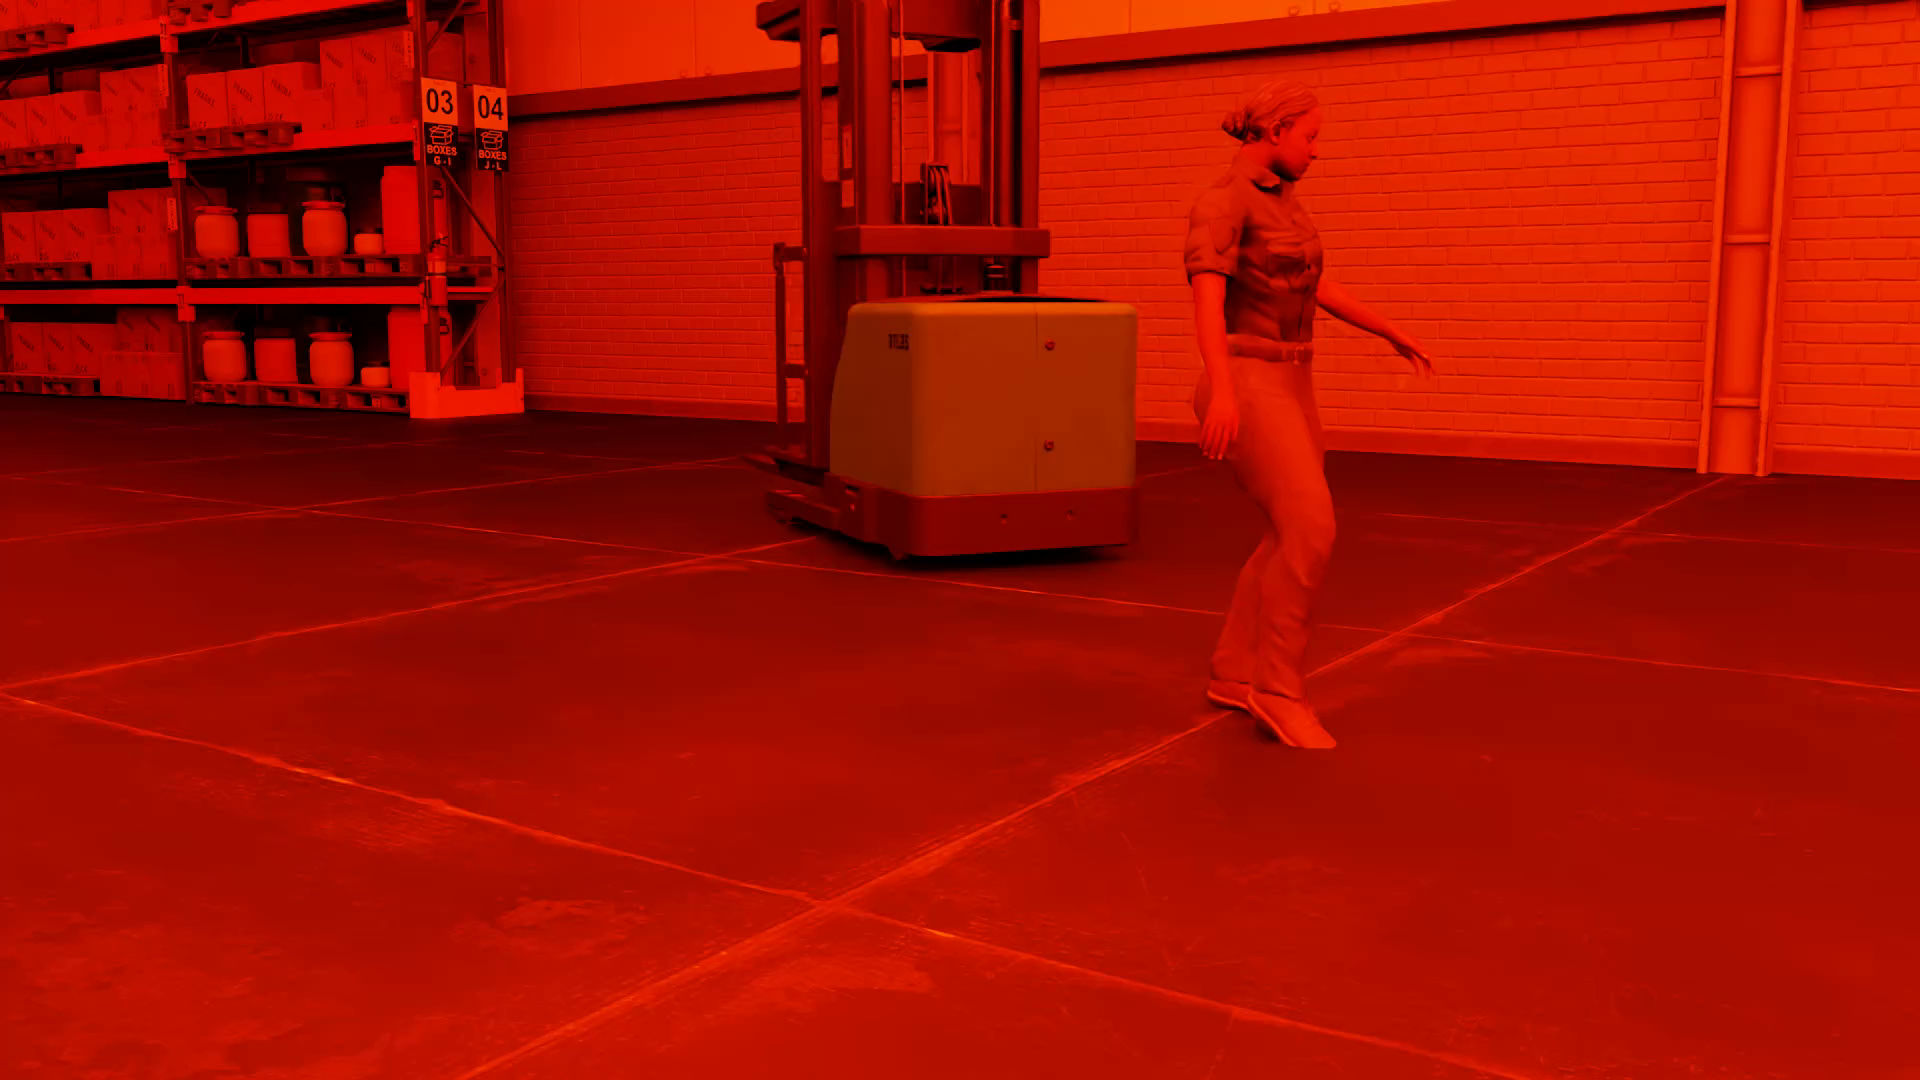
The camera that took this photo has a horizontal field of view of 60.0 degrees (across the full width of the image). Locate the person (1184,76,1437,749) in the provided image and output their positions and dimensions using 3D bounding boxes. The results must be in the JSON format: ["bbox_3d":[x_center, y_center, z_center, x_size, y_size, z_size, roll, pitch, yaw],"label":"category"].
[{"bbox_3d":[0.834,-0.312,4.208,0.479,1.686,0.872,6,10,35],"label":"person"}]

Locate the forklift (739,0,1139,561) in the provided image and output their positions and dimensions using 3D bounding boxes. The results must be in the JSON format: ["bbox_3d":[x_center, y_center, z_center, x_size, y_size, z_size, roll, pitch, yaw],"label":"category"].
[{"bbox_3d":[-0.312,-1.533,7.977,1.130,2.935,3.031,-4,9,-24],"label":"forklift"}]
